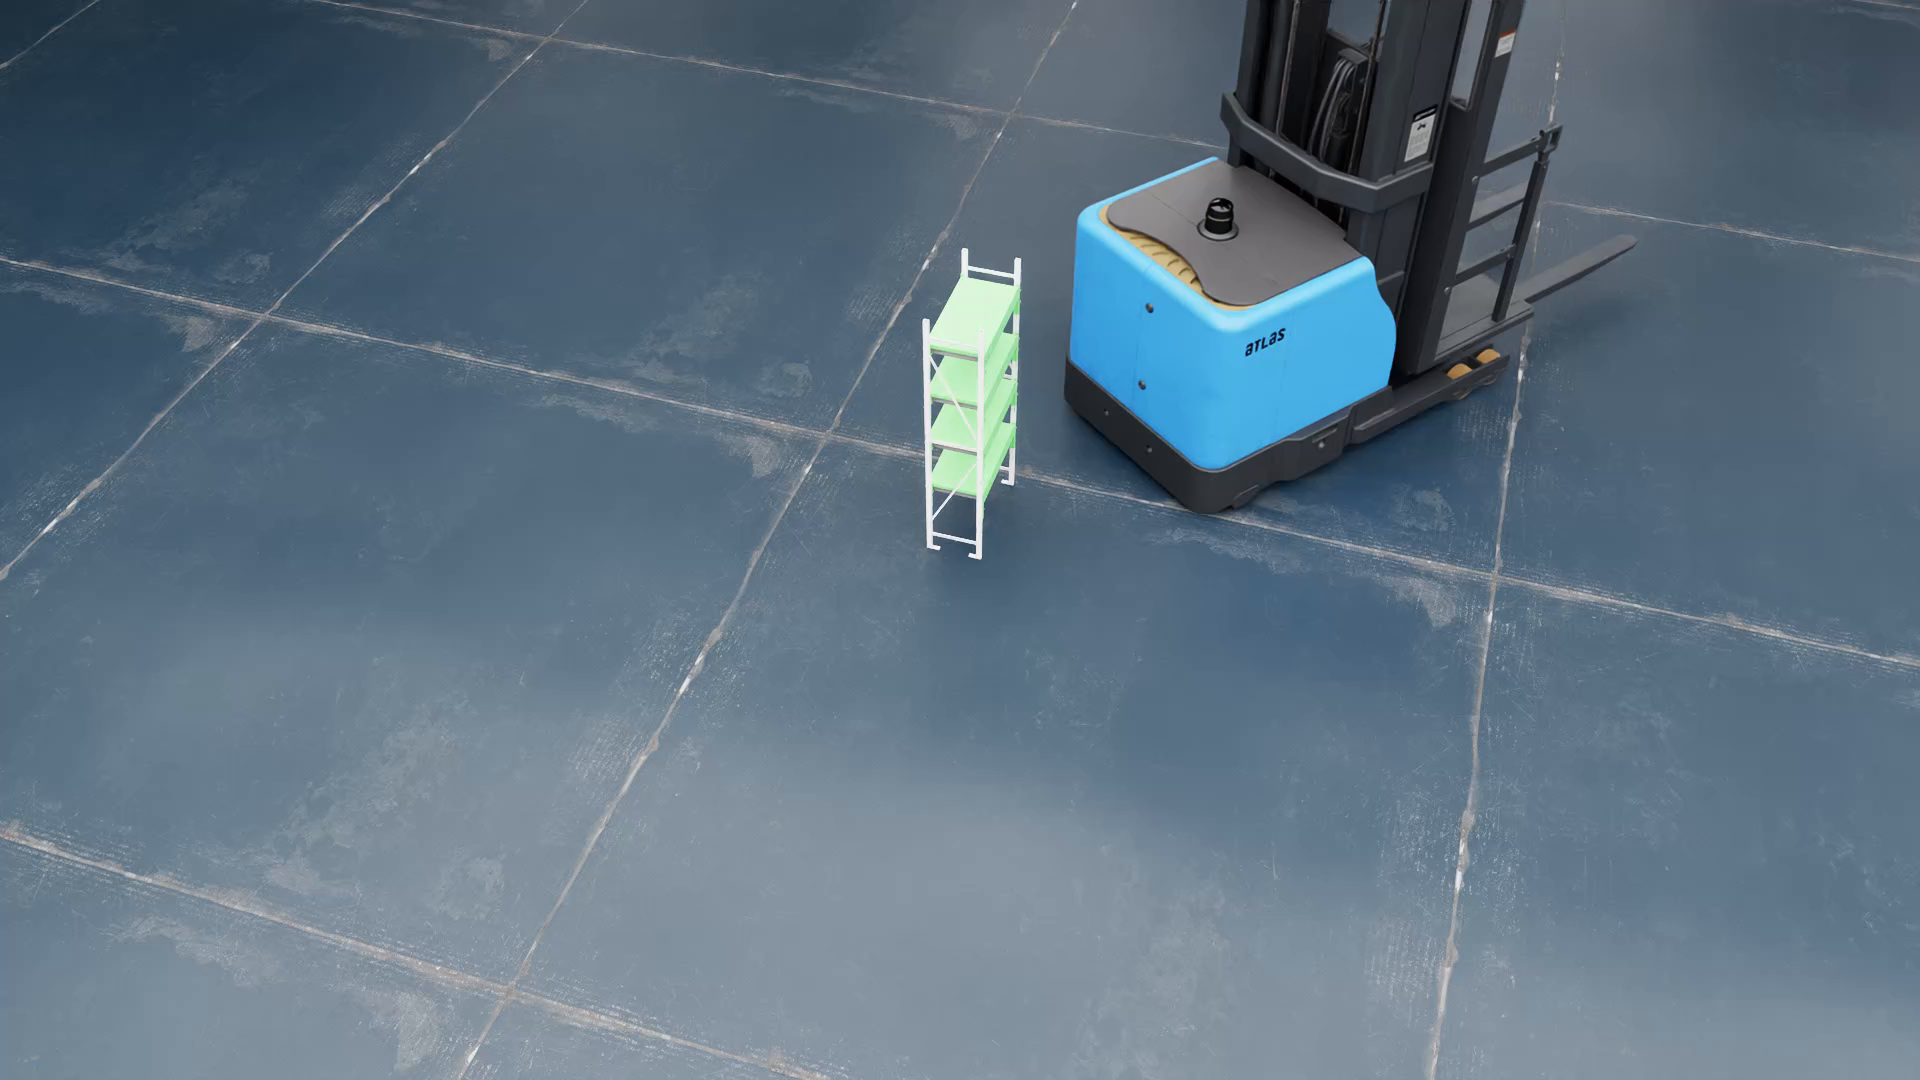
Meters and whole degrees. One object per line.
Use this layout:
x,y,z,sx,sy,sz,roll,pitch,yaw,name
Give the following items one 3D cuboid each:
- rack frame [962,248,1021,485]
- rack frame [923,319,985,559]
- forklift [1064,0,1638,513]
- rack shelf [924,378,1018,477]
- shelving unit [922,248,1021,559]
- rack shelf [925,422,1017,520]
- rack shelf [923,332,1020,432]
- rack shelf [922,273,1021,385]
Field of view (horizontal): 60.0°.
0.124,-0.702,7.008,0.240,1.200,0.015,13,46,12,rack frame
-0.024,-0.377,6.676,0.240,1.200,0.015,13,46,12,rack frame
1.985,-1.988,7.085,3.031,2.935,1.130,-26,50,-24,forklift
0.050,-0.494,6.887,0.258,0.148,0.480,13,46,12,rack shelf
0.050,-0.539,6.842,0.258,1.200,0.503,13,46,12,shelving unit
0.050,-0.322,7.055,0.258,0.148,0.480,13,46,12,rack shelf
0.050,-0.665,6.719,0.258,0.148,0.480,13,46,12,rack shelf
0.050,-0.837,6.551,0.258,0.148,0.480,13,46,12,rack shelf
